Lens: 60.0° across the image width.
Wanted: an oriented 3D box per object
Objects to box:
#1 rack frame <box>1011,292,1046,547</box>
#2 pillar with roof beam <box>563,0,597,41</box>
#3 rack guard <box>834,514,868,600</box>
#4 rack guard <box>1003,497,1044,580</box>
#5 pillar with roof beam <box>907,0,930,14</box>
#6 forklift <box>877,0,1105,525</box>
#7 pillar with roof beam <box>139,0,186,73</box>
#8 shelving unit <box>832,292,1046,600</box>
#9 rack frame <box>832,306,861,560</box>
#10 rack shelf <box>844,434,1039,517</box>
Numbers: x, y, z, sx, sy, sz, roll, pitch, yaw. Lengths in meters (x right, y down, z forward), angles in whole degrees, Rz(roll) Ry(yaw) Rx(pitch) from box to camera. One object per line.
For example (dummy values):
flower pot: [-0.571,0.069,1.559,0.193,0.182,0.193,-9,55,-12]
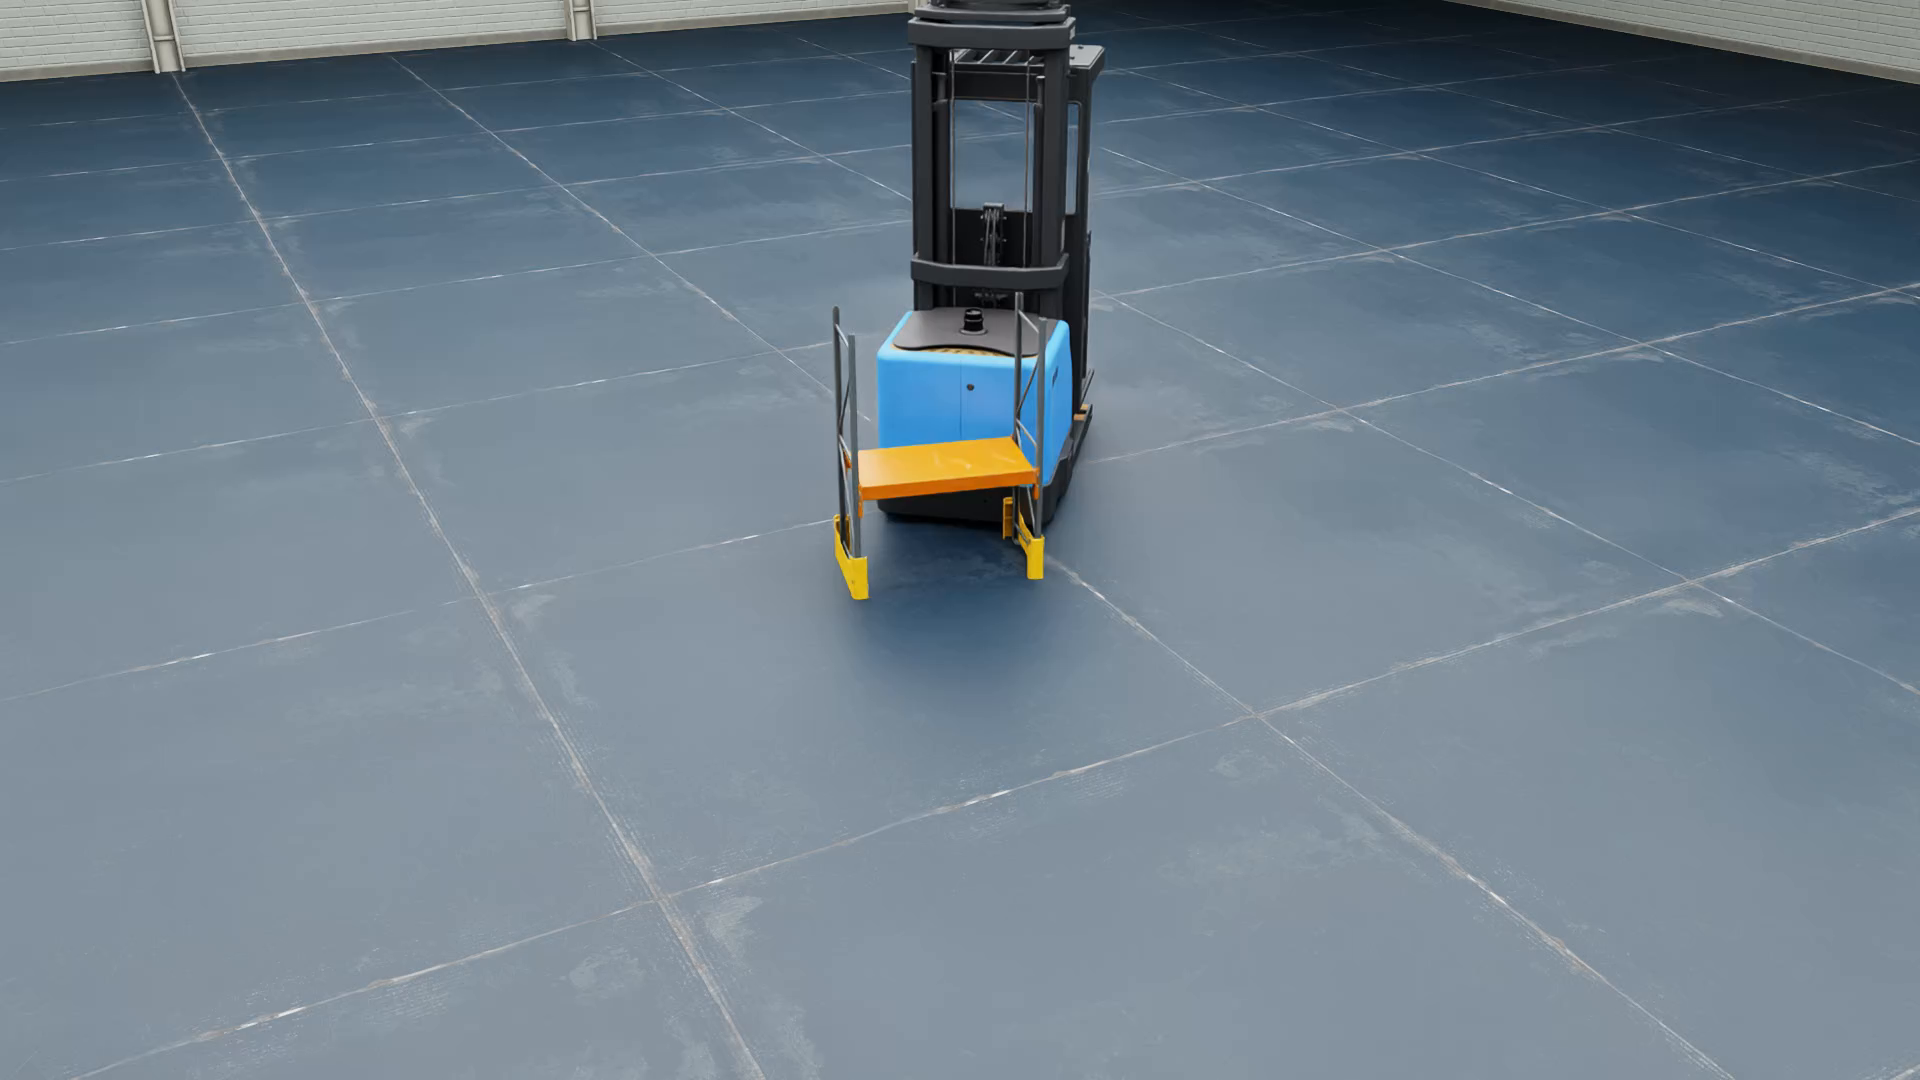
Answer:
rack frame: [0.378,-0.578,9.221,0.032,1.500,0.500,-6,26,-13]
pillar with roof beam: [-3.933,-10.322,20.852,0.400,9.000,9.100,-13,29,-25]
rack guard: [-0.608,0.091,9.272,0.087,0.250,0.587,-6,26,-13]
rack guard: [0.359,-0.013,9.488,0.087,0.250,0.587,-6,26,-13]
pillar with roof beam: [1.362,-11.544,23.397,0.400,9.000,9.100,-13,29,-25]
forklift: [0.294,-2.023,10.577,1.130,2.935,3.031,5,26,10]
pillar with roof beam: [-9.227,-9.100,18.307,0.400,9.000,9.100,-13,29,-25]
shelving unit: [-0.125,-0.524,9.109,1.083,1.500,0.587,-6,26,-13]
rack frame: [-0.609,-0.472,9.001,0.032,1.500,0.500,-6,26,-13]
rack shelf: [-0.116,-0.363,9.189,1.000,0.185,0.538,-6,26,-13]
